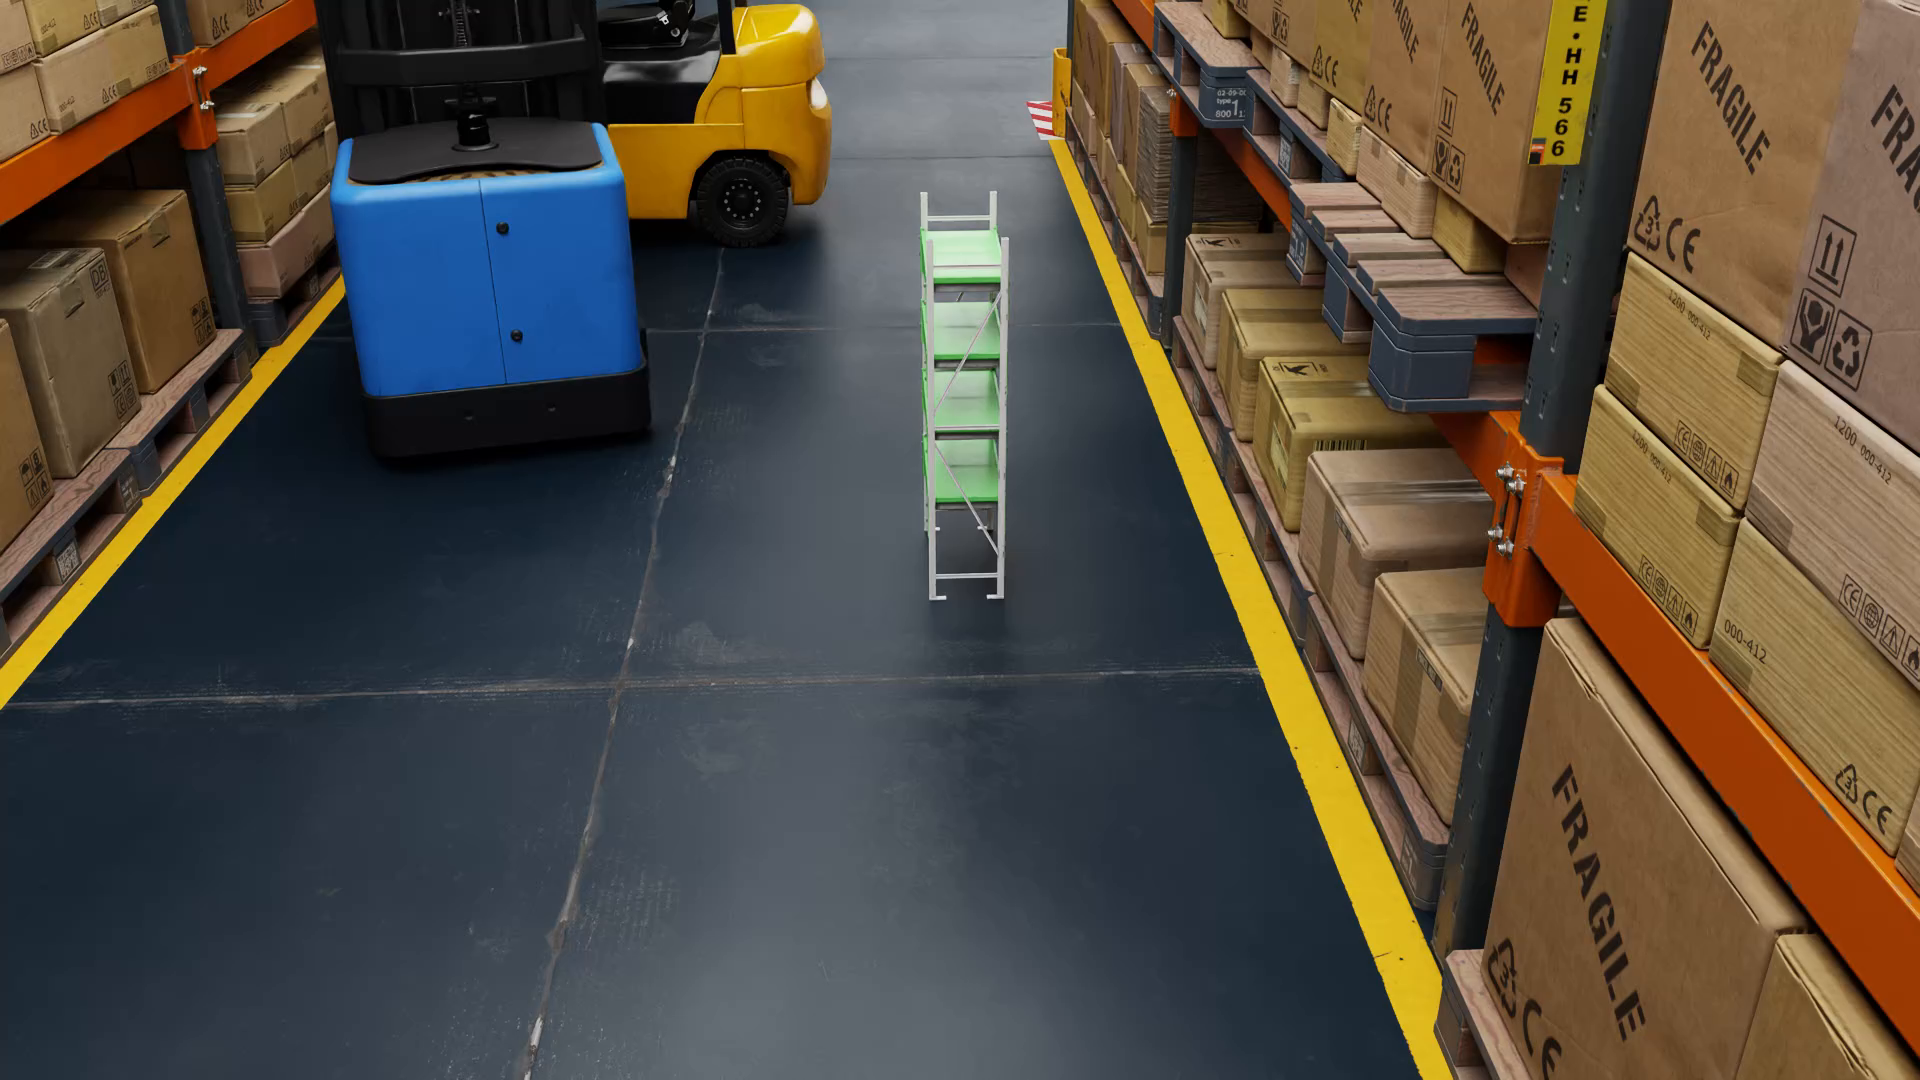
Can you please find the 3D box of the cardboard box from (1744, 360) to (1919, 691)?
[{"bbox_3d":[1.415,-0.033,2.192,0.500,0.250,0.500,-1,28,-1],"label":"cardboard box"}]

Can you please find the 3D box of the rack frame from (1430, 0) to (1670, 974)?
[{"bbox_3d":[1.609,-0.357,3.191,1.000,3.000,0.127,-1,28,-3],"label":"rack frame"}]

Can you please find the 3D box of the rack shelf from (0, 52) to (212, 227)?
[{"bbox_3d":[-3.452,-0.840,4.895,1.077,0.370,4.000,-1,28,-3],"label":"rack shelf"}]

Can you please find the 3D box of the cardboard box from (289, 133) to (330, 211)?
[{"bbox_3d":[-3.302,-1.735,7.811,0.500,0.250,0.500,-2,28,-3],"label":"cardboard box"}]

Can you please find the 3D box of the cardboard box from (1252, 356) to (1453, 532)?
[{"bbox_3d":[1.509,-0.330,5.527,0.950,0.372,0.625,0,28,-1],"label":"cardboard box"}]

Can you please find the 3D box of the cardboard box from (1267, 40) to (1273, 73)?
[{"bbox_3d":[1.192,-1.538,5.272,0.380,0.149,0.250,-1,28,-2],"label":"cardboard box"}]

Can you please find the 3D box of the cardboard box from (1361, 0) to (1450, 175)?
[{"bbox_3d":[1.270,-1.161,3.849,0.500,0.500,0.500,-2,28,-3],"label":"cardboard box"}]

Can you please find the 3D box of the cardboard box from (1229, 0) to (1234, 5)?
[{"bbox_3d":[1.165,-2.112,5.672,0.500,0.500,0.500,-1,28,-2],"label":"cardboard box"}]

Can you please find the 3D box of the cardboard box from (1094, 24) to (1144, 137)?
[{"bbox_3d":[1.009,-2.488,8.984,0.500,0.500,0.500,-1,28,-2],"label":"cardboard box"}]

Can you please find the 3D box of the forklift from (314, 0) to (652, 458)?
[{"bbox_3d":[-2.095,-2.270,6.932,1.130,2.935,3.031,-7,28,-14],"label":"forklift"}]

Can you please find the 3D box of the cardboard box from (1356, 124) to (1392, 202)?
[{"bbox_3d":[1.208,-0.931,4.109,0.380,0.149,0.250,-3,28,-5],"label":"cardboard box"}]

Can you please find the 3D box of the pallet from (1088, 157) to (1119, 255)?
[{"bbox_3d":[1.263,-1.842,9.053,1.003,0.211,1.213,-1,28,-3],"label":"pallet"}]

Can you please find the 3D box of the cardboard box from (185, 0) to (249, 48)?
[{"bbox_3d":[-3.319,-2.338,6.881,0.500,0.500,0.500,-2,28,-4],"label":"cardboard box"}]

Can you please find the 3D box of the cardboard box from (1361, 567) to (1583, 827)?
[{"bbox_3d":[1.590,0.361,4.202,0.950,0.372,0.625,-3,28,-6],"label":"cardboard box"}]

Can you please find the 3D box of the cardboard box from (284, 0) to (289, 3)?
[{"bbox_3d":[-3.390,-2.812,7.790,0.500,0.500,0.500,-2,28,-3],"label":"cardboard box"}]

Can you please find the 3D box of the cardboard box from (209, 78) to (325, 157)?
[{"bbox_3d":[-3.285,-1.960,7.703,0.500,0.250,0.500,-1,28,-3],"label":"cardboard box"}]

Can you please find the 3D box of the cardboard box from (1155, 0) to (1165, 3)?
[{"bbox_3d":[1.059,-2.349,7.282,0.380,0.149,0.250,-1,28,-1],"label":"cardboard box"}]

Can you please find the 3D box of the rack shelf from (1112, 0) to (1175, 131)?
[{"bbox_3d":[1.296,-2.809,8.670,1.077,0.370,4.000,-1,28,-3],"label":"rack shelf"}]

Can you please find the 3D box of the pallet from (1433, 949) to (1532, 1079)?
[{"bbox_3d":[1.575,1.245,3.134,1.003,0.211,1.213,-1,28,-3],"label":"pallet"}]

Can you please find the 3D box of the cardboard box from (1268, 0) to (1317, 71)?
[{"bbox_3d":[1.215,-1.646,4.779,0.500,0.500,0.500,-2,28,-5],"label":"cardboard box"}]

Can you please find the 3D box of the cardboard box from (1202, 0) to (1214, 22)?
[{"bbox_3d":[1.114,-2.016,6.190,0.380,0.149,0.250,-1,28,-2],"label":"cardboard box"}]

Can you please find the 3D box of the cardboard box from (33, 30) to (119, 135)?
[{"bbox_3d":[-3.237,-1.558,5.655,0.500,0.250,0.500,-2,28,-3],"label":"cardboard box"}]

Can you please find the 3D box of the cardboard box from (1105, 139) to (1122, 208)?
[{"bbox_3d":[1.041,-1.918,8.704,0.500,0.250,0.500,-1,28,-2],"label":"cardboard box"}]

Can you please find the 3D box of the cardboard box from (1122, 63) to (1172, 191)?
[{"bbox_3d":[1.073,-2.005,8.060,0.500,0.500,0.500,-1,28,-2],"label":"cardboard box"}]

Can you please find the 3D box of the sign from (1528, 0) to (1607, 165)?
[{"bbox_3d":[1.068,-0.818,2.908,0.100,0.325,0.005,-1,28,-3],"label":"sign"}]

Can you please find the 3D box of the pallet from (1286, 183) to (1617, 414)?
[{"bbox_3d":[1.466,-0.598,3.861,1.213,0.211,1.003,-1,28,-3],"label":"pallet"}]

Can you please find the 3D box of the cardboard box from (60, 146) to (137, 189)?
[{"bbox_3d":[-3.775,-1.716,7.234,0.500,0.250,0.500,-1,28,-2],"label":"cardboard box"}]

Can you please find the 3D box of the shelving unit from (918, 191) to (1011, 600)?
[{"bbox_3d":[0.009,-0.456,5.326,0.258,1.200,0.503,-1,28,-3],"label":"shelving unit"}]

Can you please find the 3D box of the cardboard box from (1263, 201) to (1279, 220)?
[{"bbox_3d":[1.639,-1.783,7.633,0.500,0.500,0.500,0,28,0],"label":"cardboard box"}]

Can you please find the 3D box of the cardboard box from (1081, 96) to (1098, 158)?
[{"bbox_3d":[0.976,-2.403,9.634,0.500,0.250,0.500,0,28,-1],"label":"cardboard box"}]

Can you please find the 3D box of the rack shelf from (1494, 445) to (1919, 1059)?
[{"bbox_3d":[1.714,0.886,1.586,1.077,0.370,4.000,-1,28,-3],"label":"rack shelf"}]

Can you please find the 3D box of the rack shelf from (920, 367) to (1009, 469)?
[{"bbox_3d":[0.009,-0.399,5.356,0.258,0.148,0.480,-1,28,-3],"label":"rack shelf"}]

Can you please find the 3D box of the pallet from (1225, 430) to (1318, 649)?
[{"bbox_3d":[1.509,-0.044,5.605,1.003,0.211,1.213,-1,28,-3],"label":"pallet"}]

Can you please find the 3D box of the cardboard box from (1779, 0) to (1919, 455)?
[{"bbox_3d":[1.426,-0.382,2.050,0.500,0.500,0.500,-1,28,-2],"label":"cardboard box"}]

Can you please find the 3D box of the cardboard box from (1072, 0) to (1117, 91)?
[{"bbox_3d":[0.959,-2.961,9.892,0.500,0.500,0.500,-2,28,-4],"label":"cardboard box"}]

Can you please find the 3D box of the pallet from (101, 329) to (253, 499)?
[{"bbox_3d":[-3.479,-0.507,6.494,1.003,0.211,1.213,-1,28,-3],"label":"pallet"}]

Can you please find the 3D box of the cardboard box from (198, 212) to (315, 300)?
[{"bbox_3d":[-3.251,-1.281,7.482,0.500,0.250,0.500,-1,28,-2],"label":"cardboard box"}]

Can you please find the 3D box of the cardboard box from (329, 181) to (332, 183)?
[{"bbox_3d":[-3.335,-1.752,8.385,0.500,0.250,0.500,-1,28,-2],"label":"cardboard box"}]

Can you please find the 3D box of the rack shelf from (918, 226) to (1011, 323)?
[{"bbox_3d":[0.009,-0.824,5.134,0.258,0.148,0.480,-1,28,-3],"label":"rack shelf"}]

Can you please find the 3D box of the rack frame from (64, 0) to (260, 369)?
[{"bbox_3d":[-3.556,-2.083,6.499,1.000,3.000,0.127,-1,28,-3],"label":"rack frame"}]

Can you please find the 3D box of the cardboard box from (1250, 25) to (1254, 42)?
[{"bbox_3d":[1.209,-1.772,5.721,0.380,0.149,0.250,0,28,1],"label":"cardboard box"}]

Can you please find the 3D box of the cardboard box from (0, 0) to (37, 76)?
[{"bbox_3d":[-3.221,-1.544,5.087,0.500,0.250,0.500,-1,28,-2],"label":"cardboard box"}]

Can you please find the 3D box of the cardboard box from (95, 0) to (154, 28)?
[{"bbox_3d":[-3.275,-2.017,5.996,0.500,0.250,0.500,-2,28,-4],"label":"cardboard box"}]

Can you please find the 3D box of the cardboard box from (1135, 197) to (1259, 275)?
[{"bbox_3d":[1.101,-1.438,7.782,0.500,0.250,0.500,0,28,0],"label":"cardboard box"}]

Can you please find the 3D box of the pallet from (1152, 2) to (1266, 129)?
[{"bbox_3d":[1.295,-1.763,6.093,1.003,0.211,1.213,-1,28,-3],"label":"pallet"}]

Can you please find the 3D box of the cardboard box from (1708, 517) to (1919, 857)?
[{"bbox_3d":[1.428,0.178,2.327,0.500,0.250,0.500,-2,28,-4],"label":"cardboard box"}]

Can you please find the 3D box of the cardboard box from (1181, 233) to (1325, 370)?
[{"bbox_3d":[1.430,-0.983,6.779,0.950,0.372,0.625,-1,28,-2],"label":"cardboard box"}]

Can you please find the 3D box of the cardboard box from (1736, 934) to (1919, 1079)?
[{"bbox_3d":[1.605,1.132,2.180,0.875,0.875,0.875,-1,28,-2],"label":"cardboard box"}]

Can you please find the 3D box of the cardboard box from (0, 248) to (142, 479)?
[{"bbox_3d":[-3.485,-0.617,5.803,0.875,0.625,0.625,-2,28,-3],"label":"cardboard box"}]

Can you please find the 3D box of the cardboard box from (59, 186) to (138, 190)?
[{"bbox_3d":[-3.786,-1.491,7.344,0.500,0.250,0.500,-2,28,-4],"label":"cardboard box"}]

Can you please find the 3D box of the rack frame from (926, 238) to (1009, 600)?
[{"bbox_3d":[0.021,-0.343,5.110,0.240,1.200,0.015,-1,28,-3],"label":"rack frame"}]

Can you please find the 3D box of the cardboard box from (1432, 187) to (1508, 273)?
[{"bbox_3d":[1.271,-0.700,3.665,0.380,0.149,0.250,-1,28,-2],"label":"cardboard box"}]

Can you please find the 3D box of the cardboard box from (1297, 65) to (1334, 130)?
[{"bbox_3d":[1.197,-1.291,4.799,0.380,0.149,0.250,-2,28,-4],"label":"cardboard box"}]

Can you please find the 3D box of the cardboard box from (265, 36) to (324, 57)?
[{"bbox_3d":[-3.342,-2.432,8.608,0.500,0.250,0.500,-2,28,-4],"label":"cardboard box"}]
